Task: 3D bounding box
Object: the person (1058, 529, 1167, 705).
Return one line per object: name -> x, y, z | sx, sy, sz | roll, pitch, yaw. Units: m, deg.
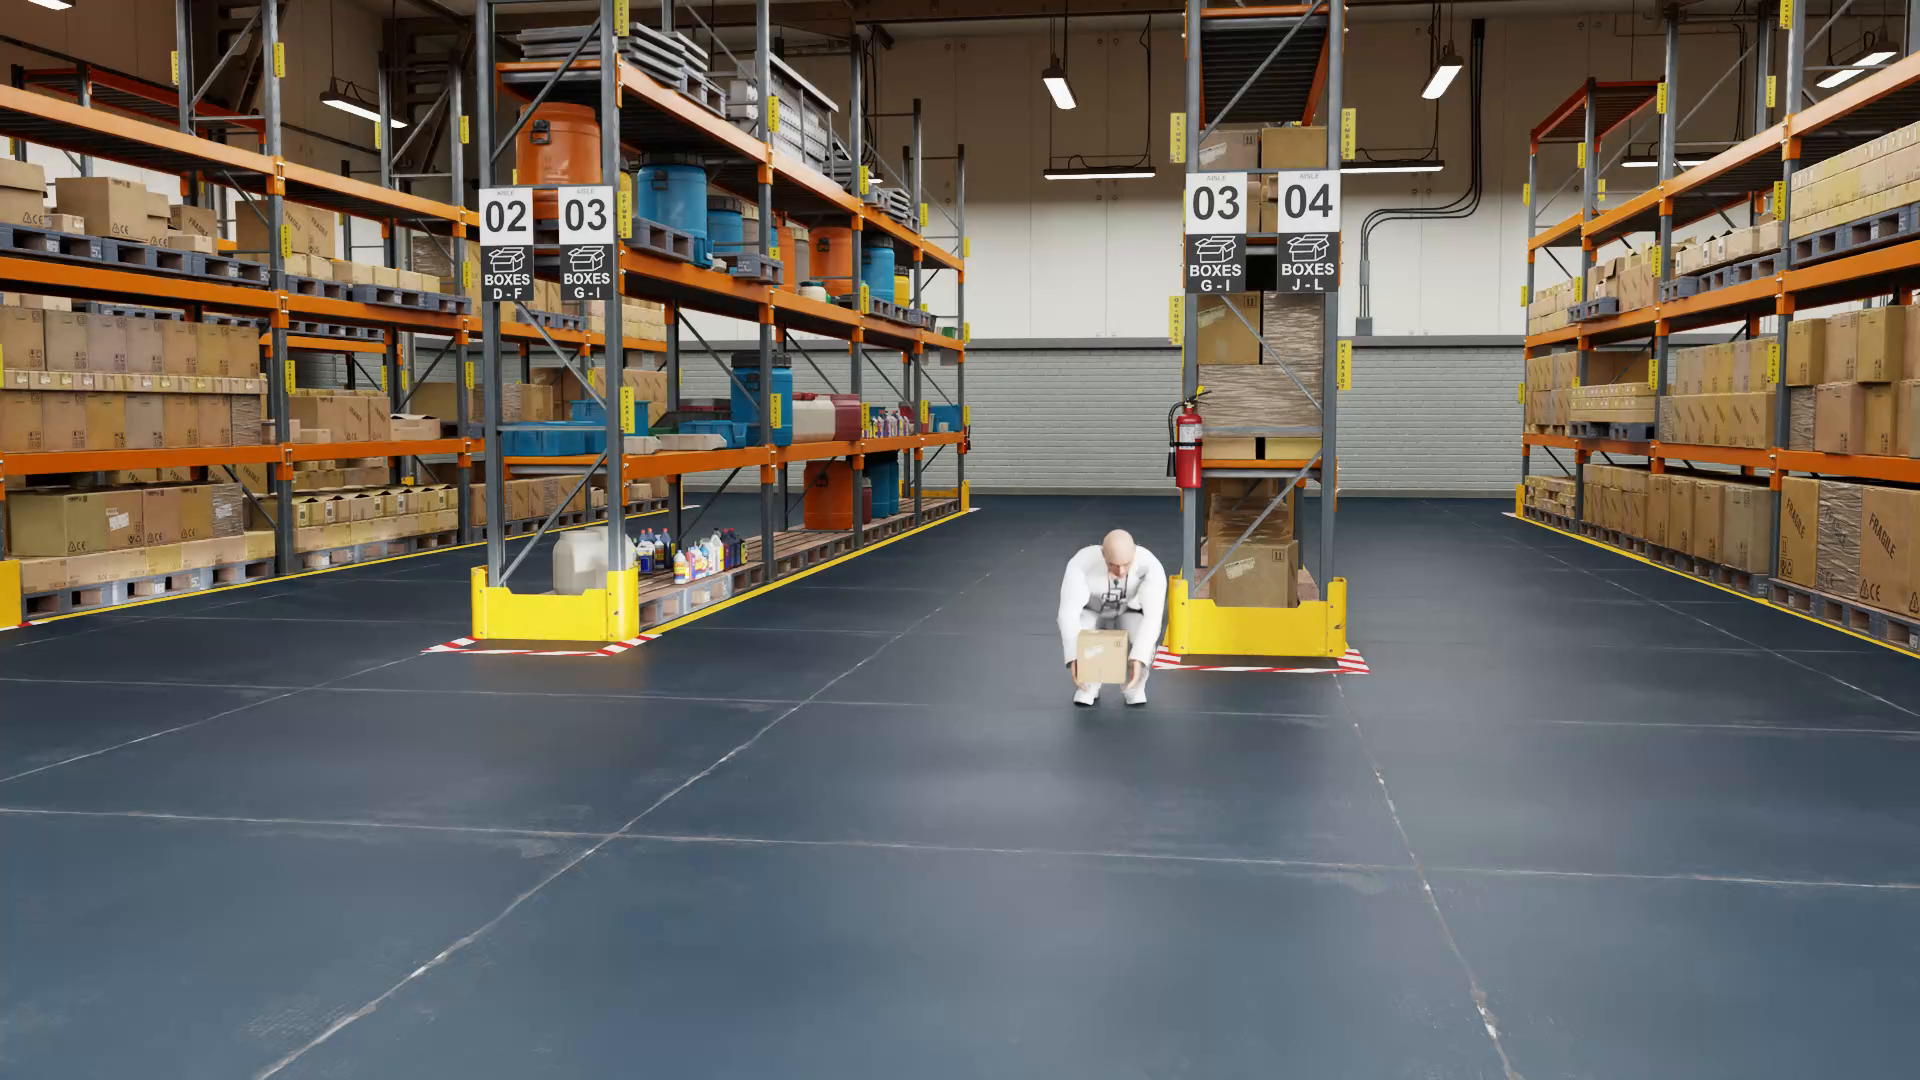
person -> 0.840, 0.429, 9.210 | 0.607, 0.981, 0.912 | 1, 4, 9
